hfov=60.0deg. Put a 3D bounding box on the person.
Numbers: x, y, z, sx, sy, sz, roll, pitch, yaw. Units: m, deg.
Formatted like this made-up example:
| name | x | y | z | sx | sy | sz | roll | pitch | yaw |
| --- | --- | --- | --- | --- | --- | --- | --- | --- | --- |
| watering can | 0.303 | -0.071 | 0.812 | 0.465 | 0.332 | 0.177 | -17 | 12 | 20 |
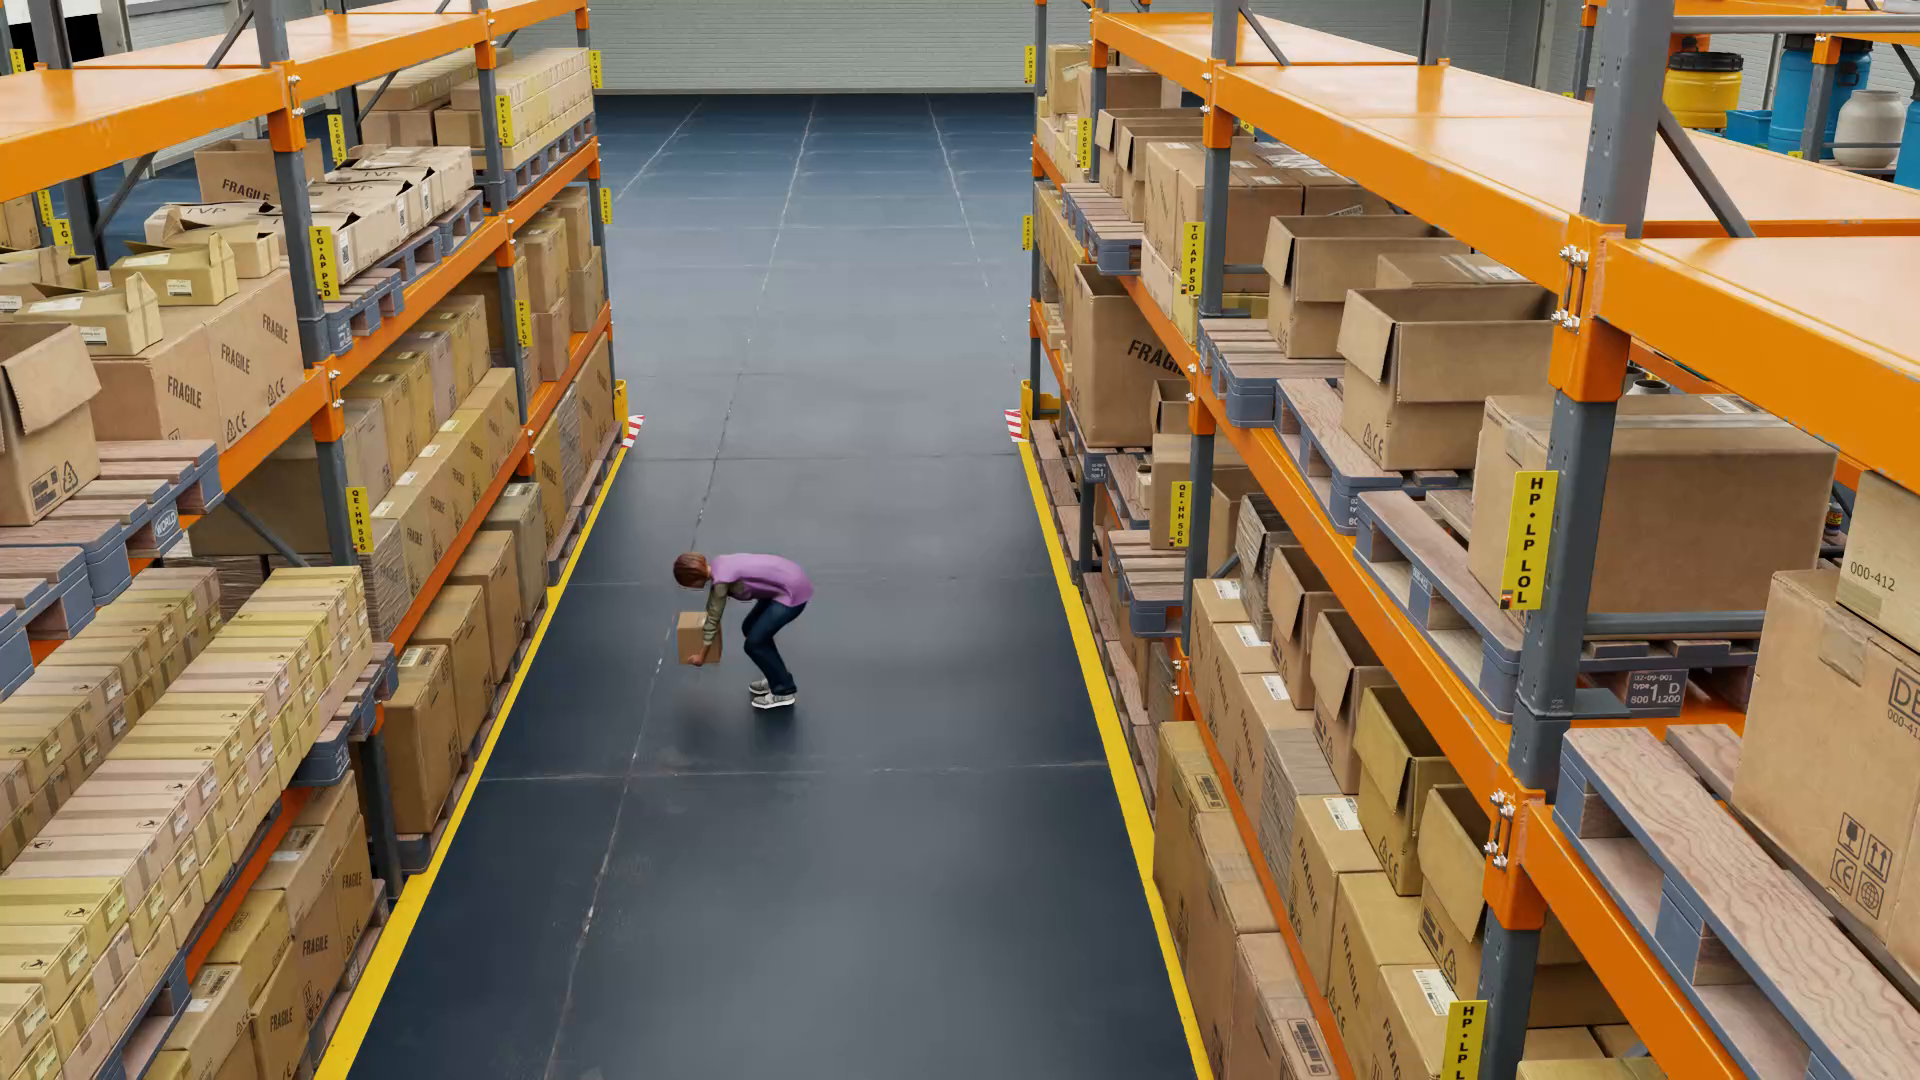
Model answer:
| name | x | y | z | sx | sy | sz | roll | pitch | yaw |
| --- | --- | --- | --- | --- | --- | --- | --- | --- | --- |
| person | -1.349 | 0.545 | 10.471 | 0.857 | 1.019 | 0.412 | -2 | 21 | -6 |
